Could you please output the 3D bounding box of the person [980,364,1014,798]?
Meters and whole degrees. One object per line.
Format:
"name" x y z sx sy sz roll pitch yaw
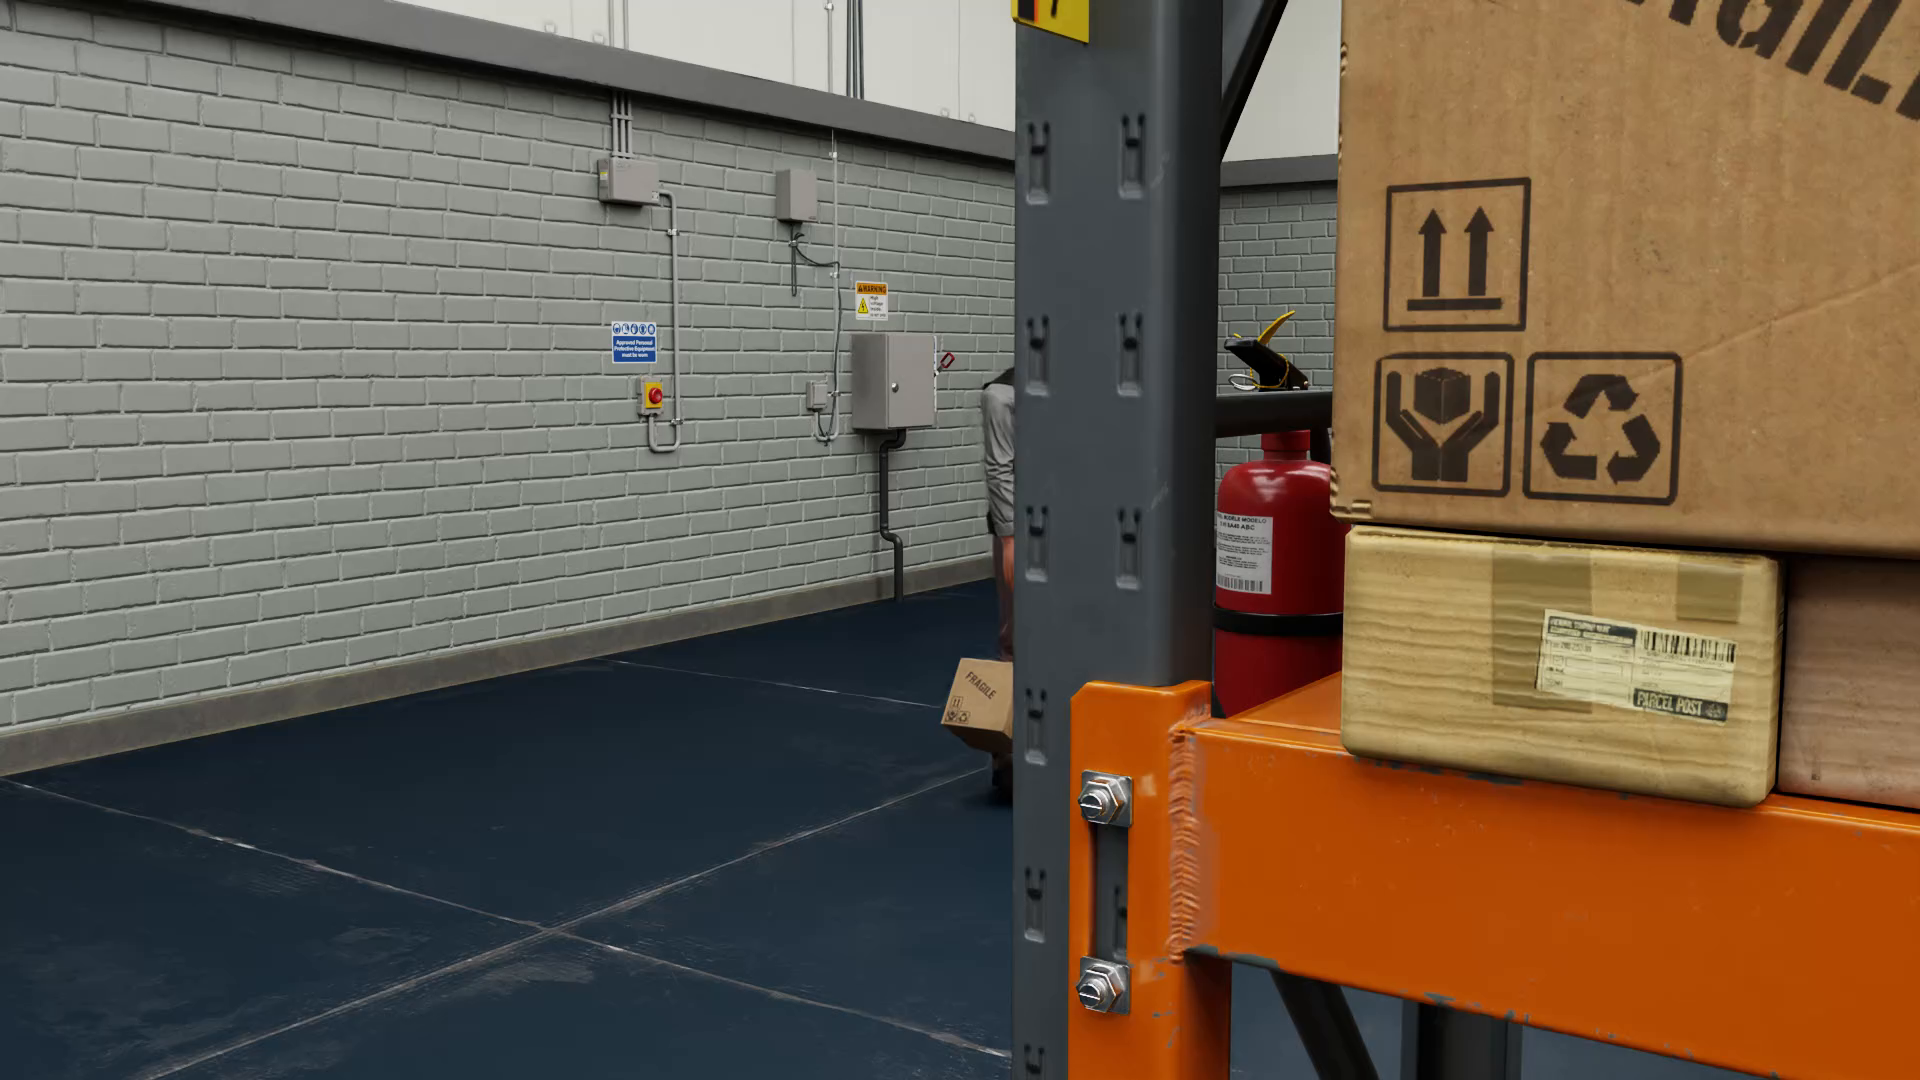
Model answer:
"person" 0.312 0.022 5.957 0.414 1.737 0.559 6 9 43
